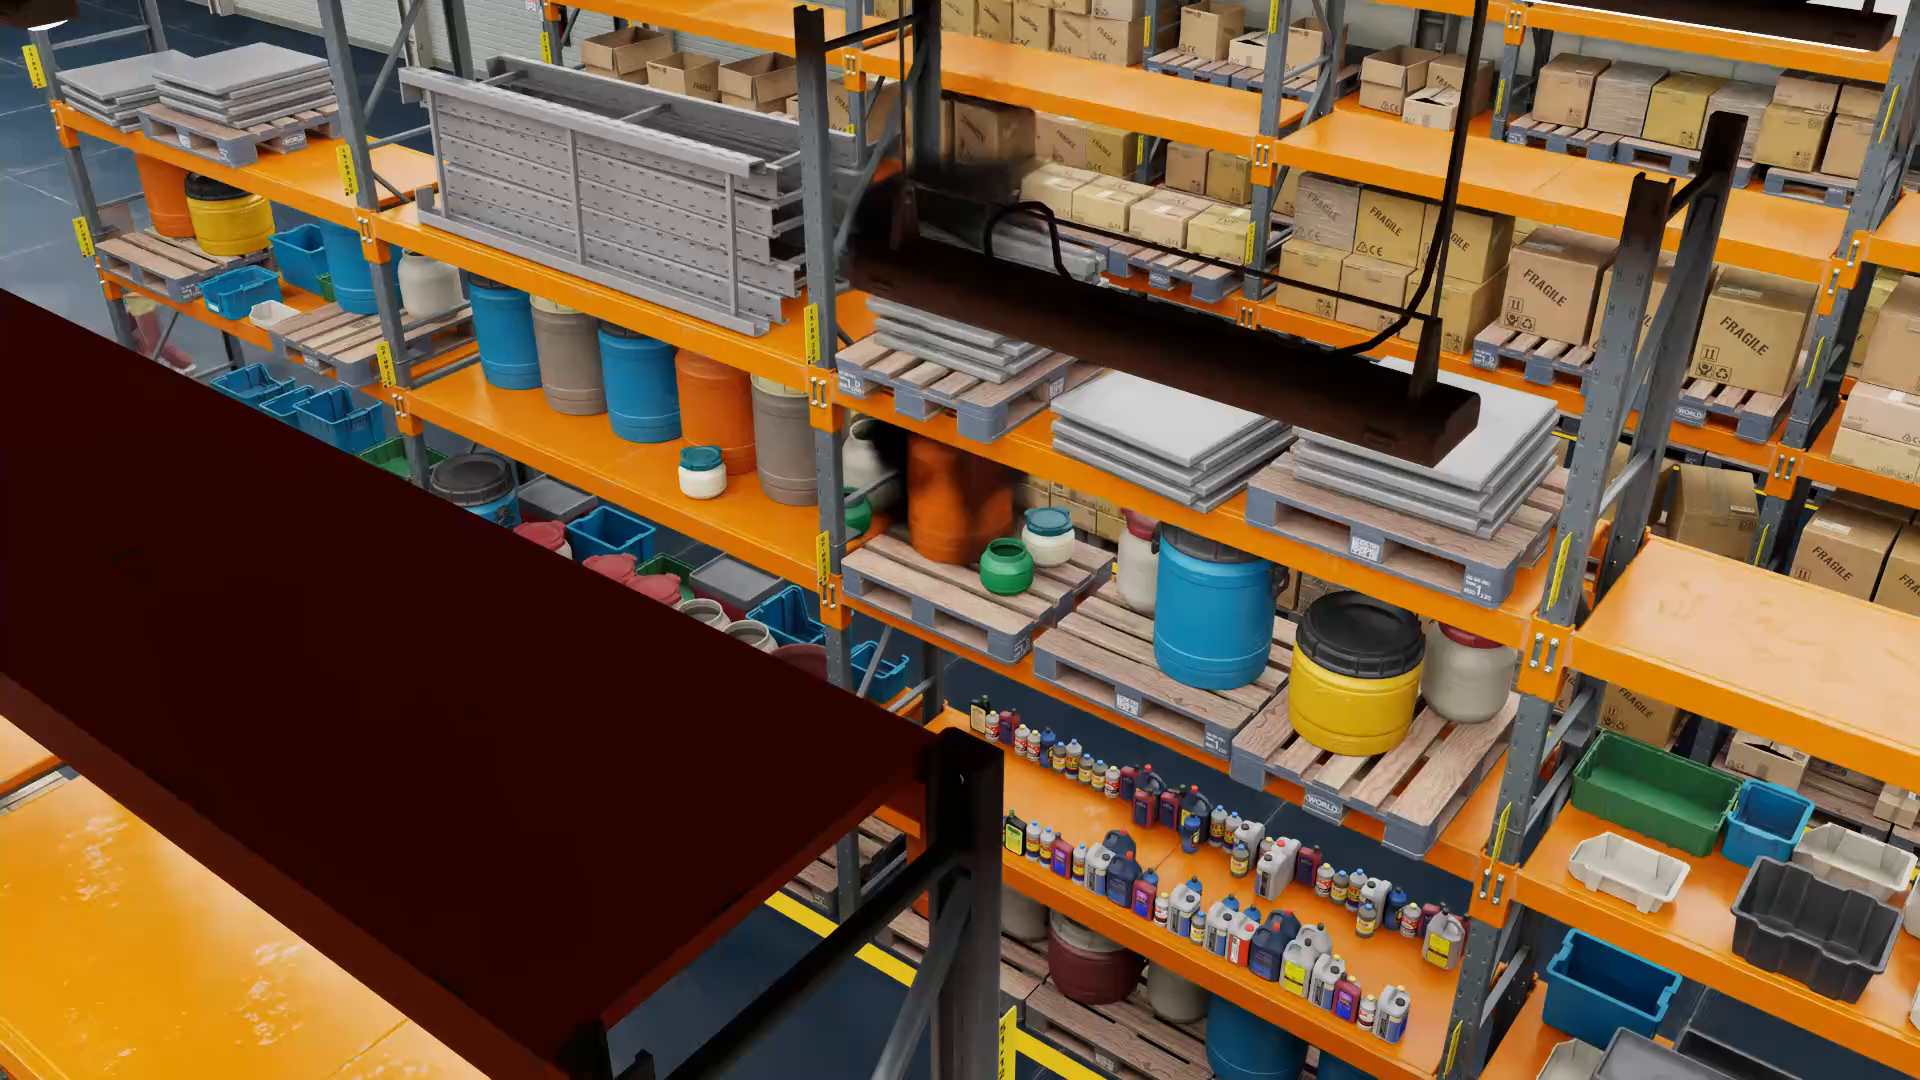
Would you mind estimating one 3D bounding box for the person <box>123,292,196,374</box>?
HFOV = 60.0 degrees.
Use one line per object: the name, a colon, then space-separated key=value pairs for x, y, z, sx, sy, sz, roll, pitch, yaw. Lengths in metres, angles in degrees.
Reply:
person: x=-8.681 y=-2.455 z=17.704 sx=0.691 sy=1.641 sz=0.568 roll=-13 pitch=34 yaw=-20
